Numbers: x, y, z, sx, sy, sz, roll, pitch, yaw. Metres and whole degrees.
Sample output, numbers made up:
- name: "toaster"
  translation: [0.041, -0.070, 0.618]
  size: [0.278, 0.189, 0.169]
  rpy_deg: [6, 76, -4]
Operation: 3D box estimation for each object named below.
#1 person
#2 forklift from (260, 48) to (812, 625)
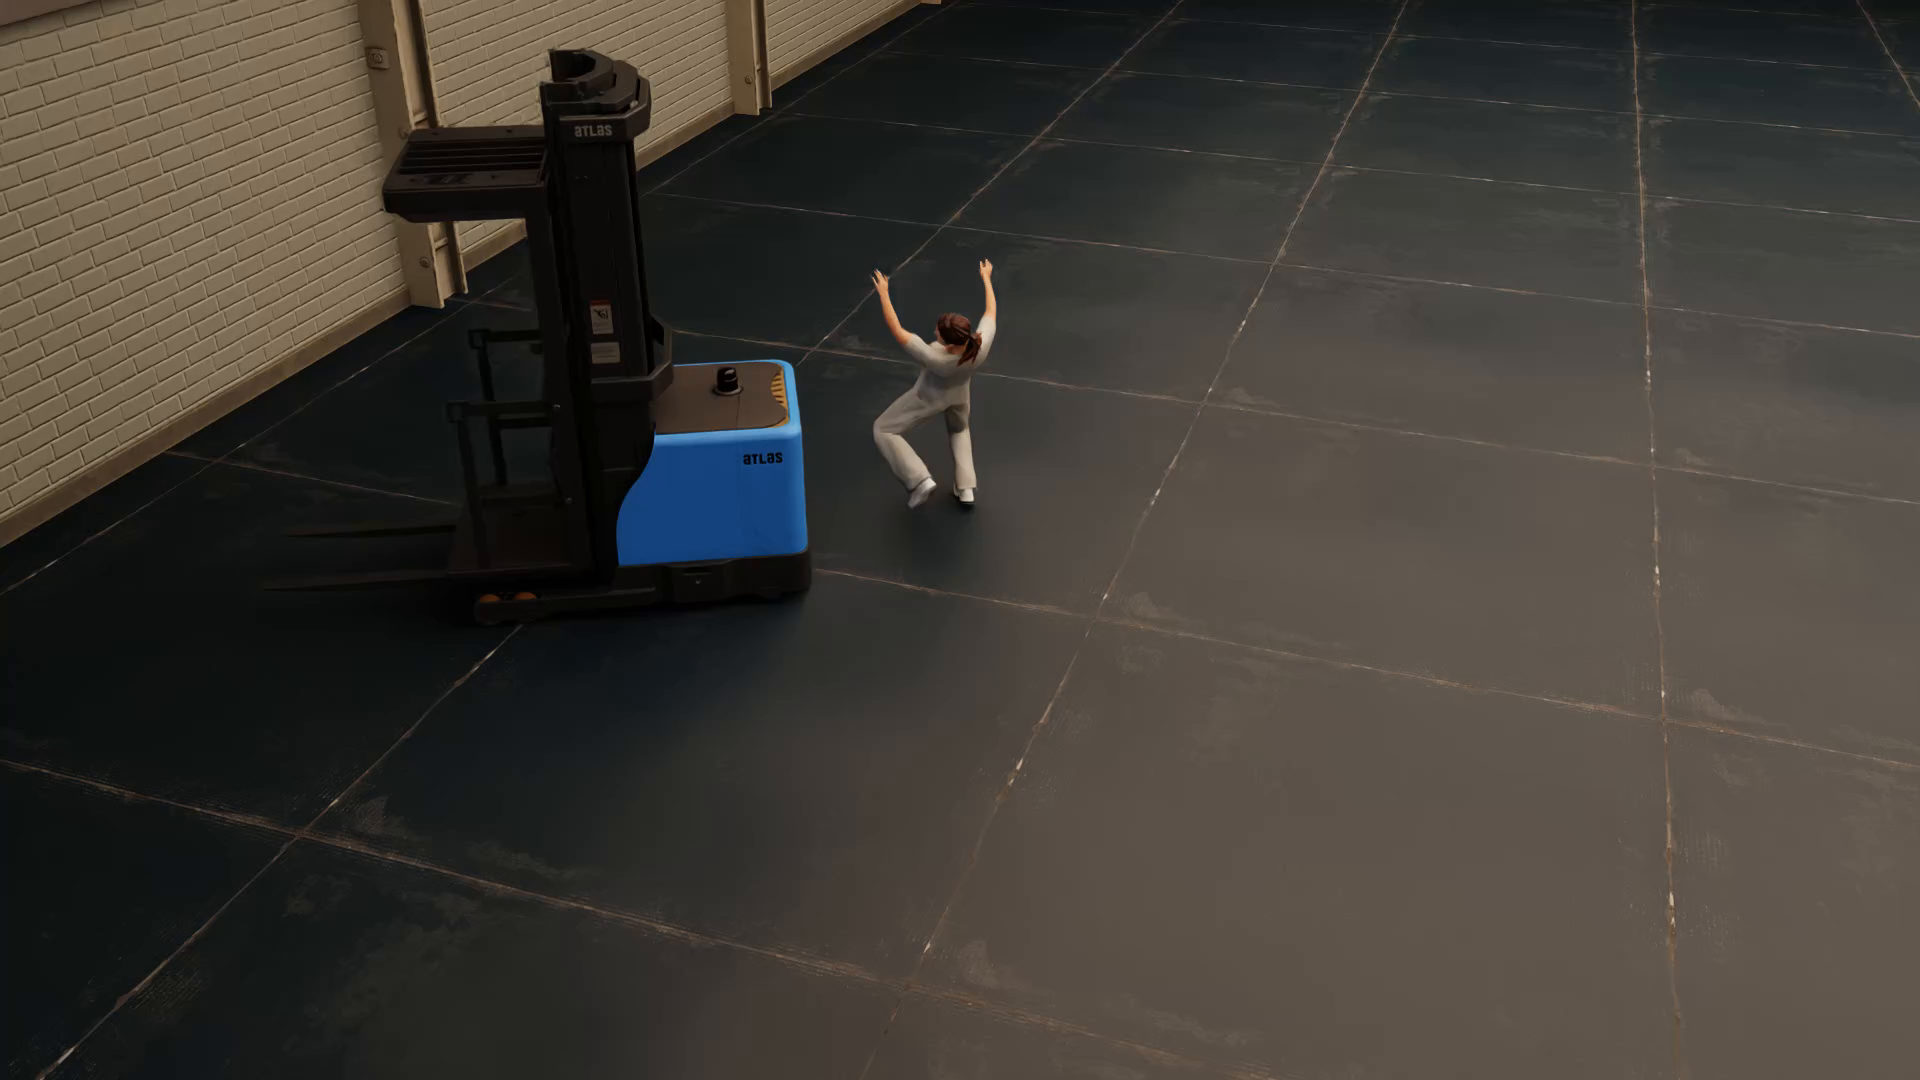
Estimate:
- name: "person"
  translation: [-0.058, -0.930, 10.129]
  size: [0.877, 1.556, 0.691]
  rpy_deg: [-16, 34, -26]
- name: "forklift"
  translation: [-2.410, -1.079, 9.029]
  size: [3.031, 2.935, 1.130]
  rpy_deg: [-4, 30, -7]
